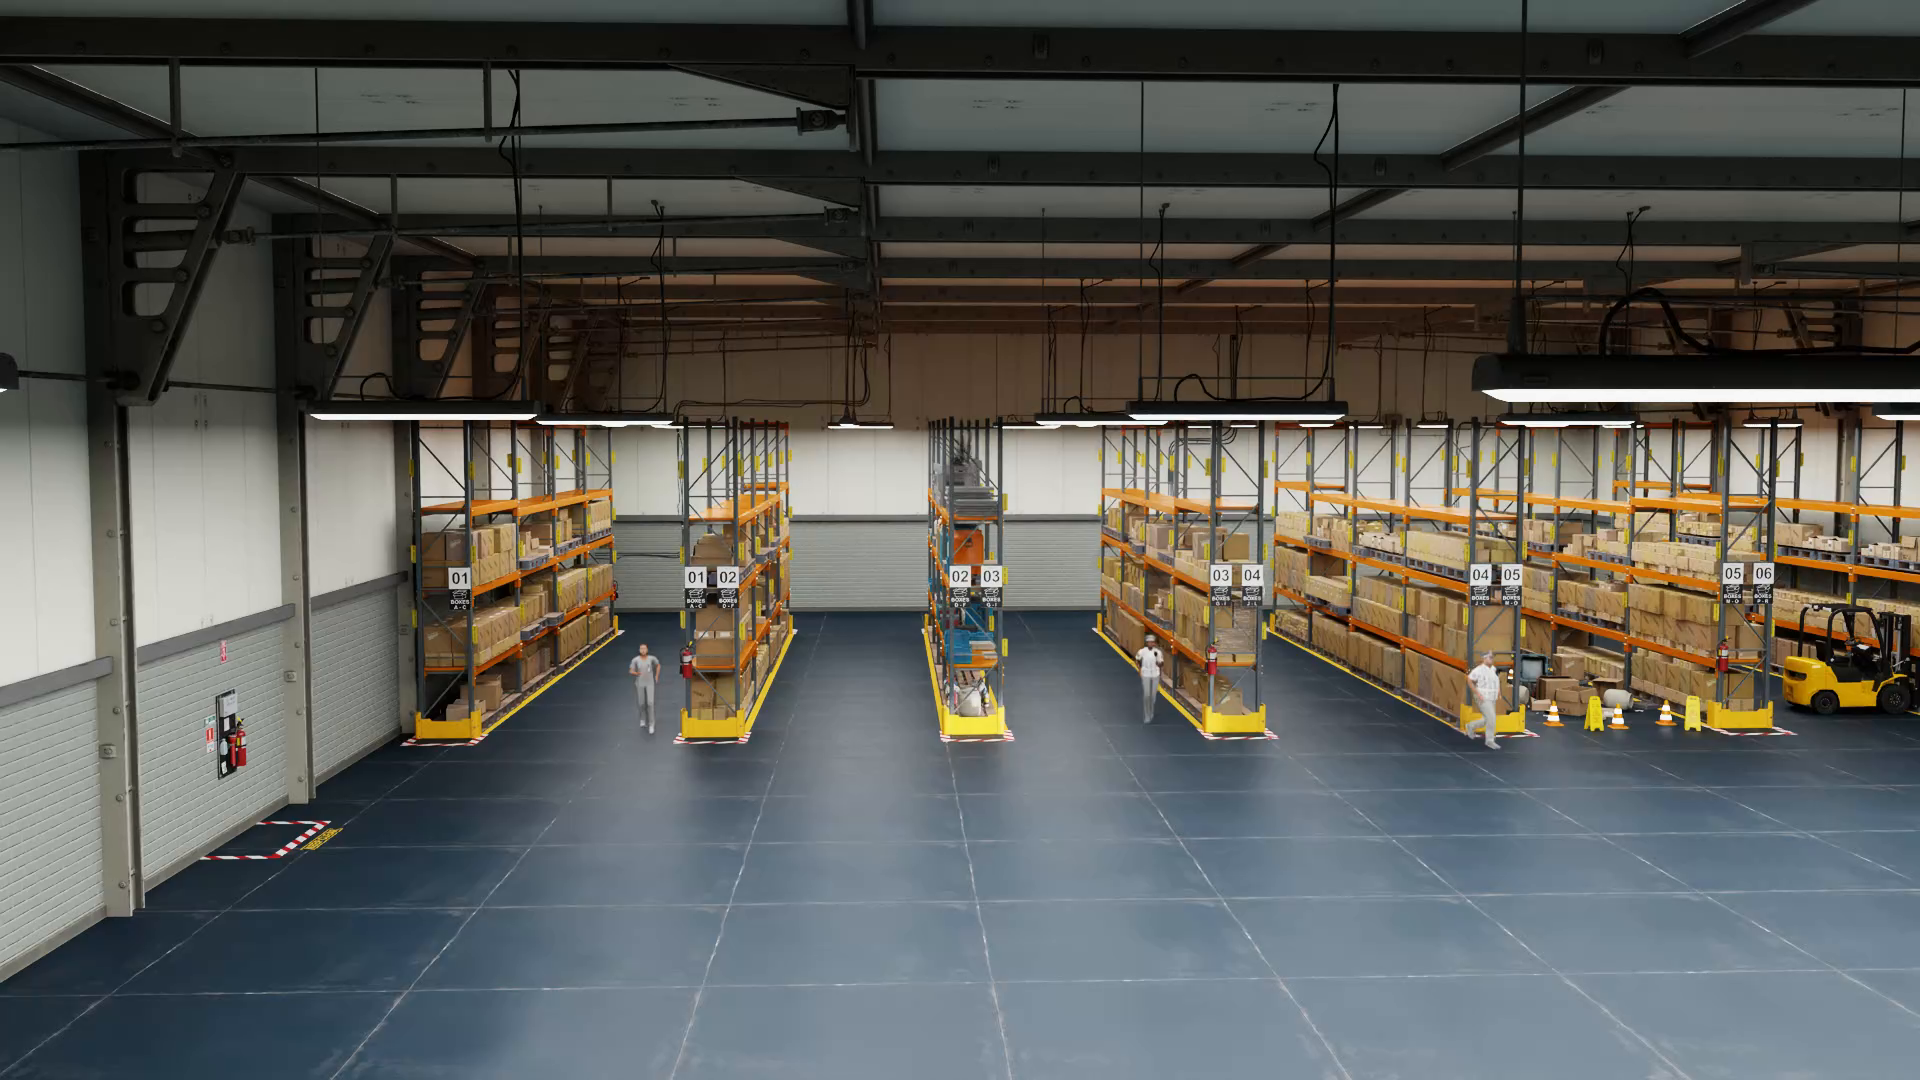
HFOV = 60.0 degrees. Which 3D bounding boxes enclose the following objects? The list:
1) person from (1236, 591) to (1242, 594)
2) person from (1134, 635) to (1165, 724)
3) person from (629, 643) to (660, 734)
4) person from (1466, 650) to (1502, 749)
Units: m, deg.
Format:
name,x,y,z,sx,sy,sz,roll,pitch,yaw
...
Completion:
name,x,y,z,sx,sy,sz,roll,pitch,yaw
person,7.922,1.772,48.015,0.719,1.679,0.659,-3,5,-39
person,3.754,2.739,32.820,0.556,1.757,0.698,0,4,-5
person,-6.022,2.795,31.742,0.583,1.691,0.892,-1,4,-9
person,9.581,2.885,30.350,0.685,1.774,0.822,-3,5,-36
